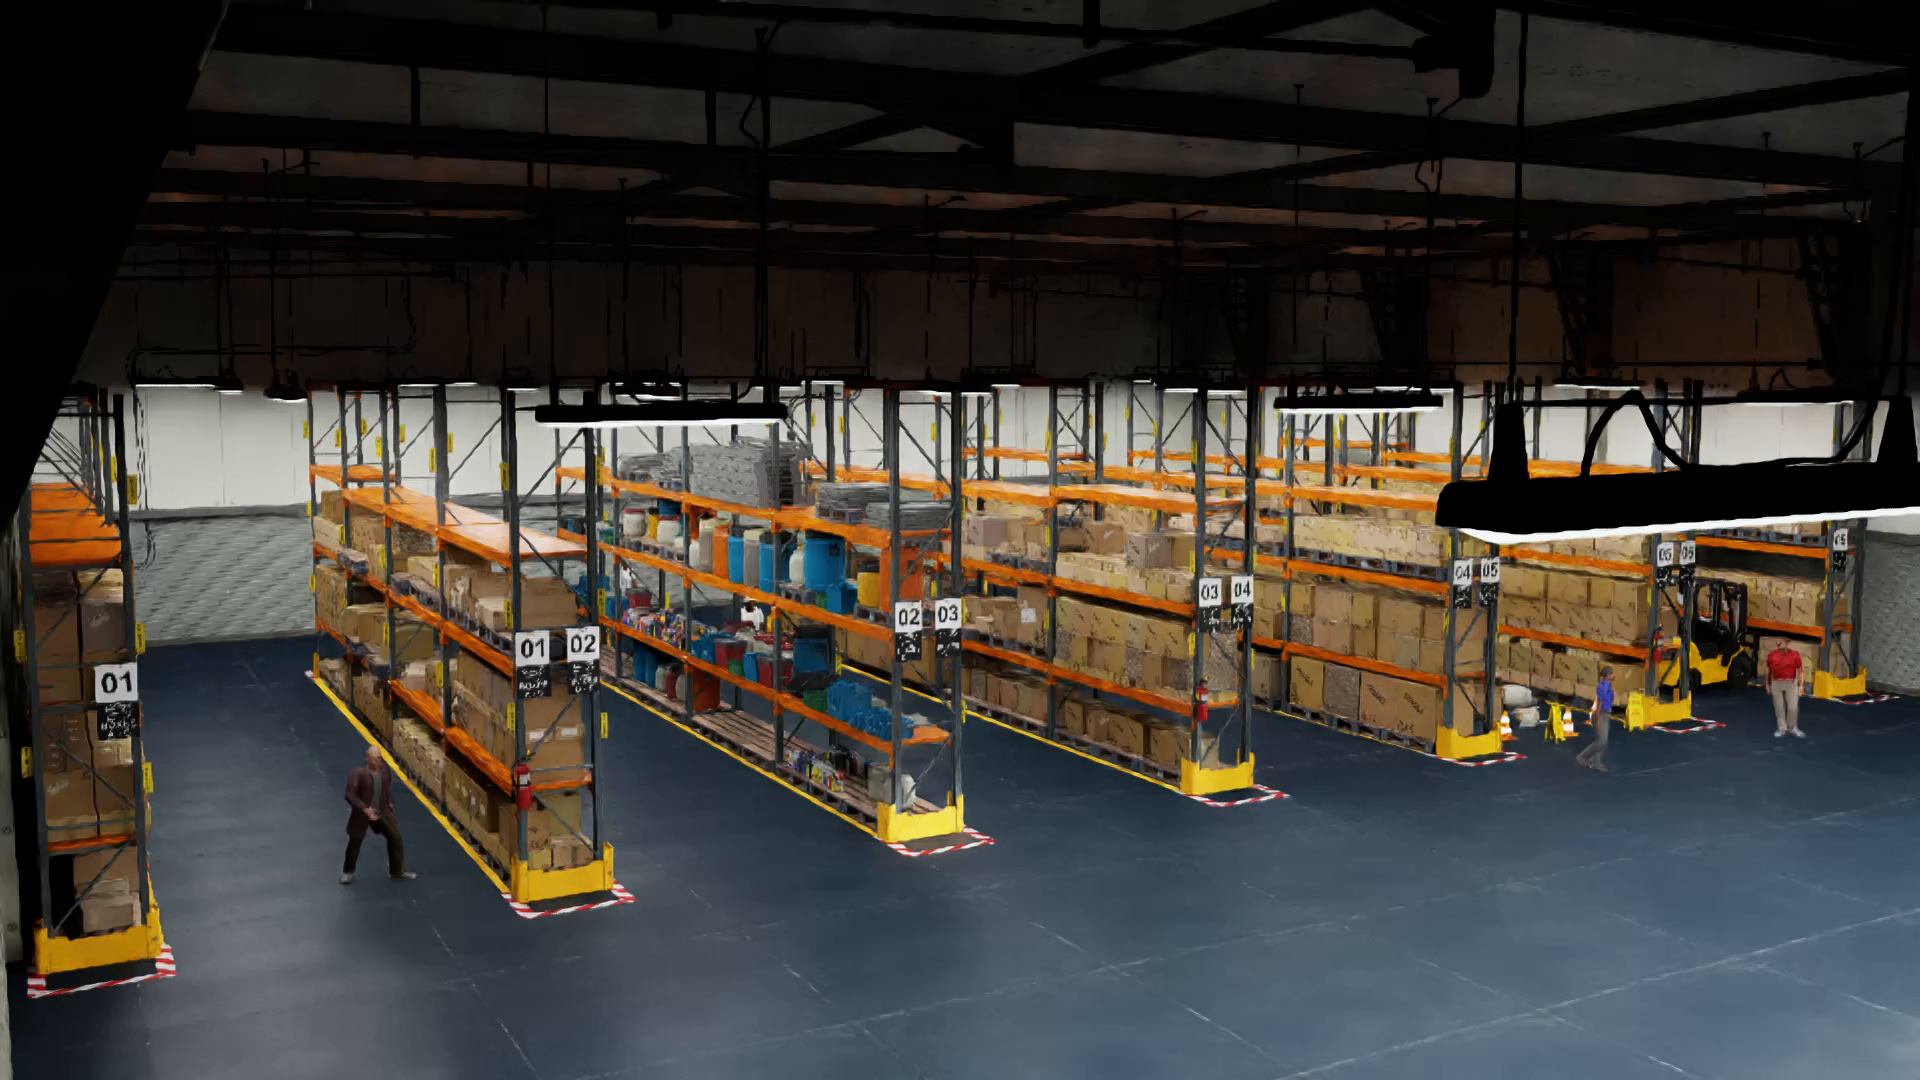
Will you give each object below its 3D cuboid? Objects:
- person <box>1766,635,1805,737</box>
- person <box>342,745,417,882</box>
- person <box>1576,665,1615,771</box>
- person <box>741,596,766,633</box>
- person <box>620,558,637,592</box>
[{"bbox_3d":[13.985,2.467,28.206,0.596,1.718,0.437,4,7,31],"label":"person"},{"bbox_3d":[-7.172,3.319,20.247,0.736,1.715,0.896,-6,9,-44],"label":"person"},{"bbox_3d":[9.897,2.766,25.893,0.518,1.649,0.525,3,7,24],"label":"person"},{"bbox_3d":[-4.199,1.935,33.363,0.591,1.716,1.042,-4,7,-30],"label":"person"},{"bbox_3d":[-8.117,1.216,40.451,0.463,1.625,0.998,-3,7,-30],"label":"person"}]
